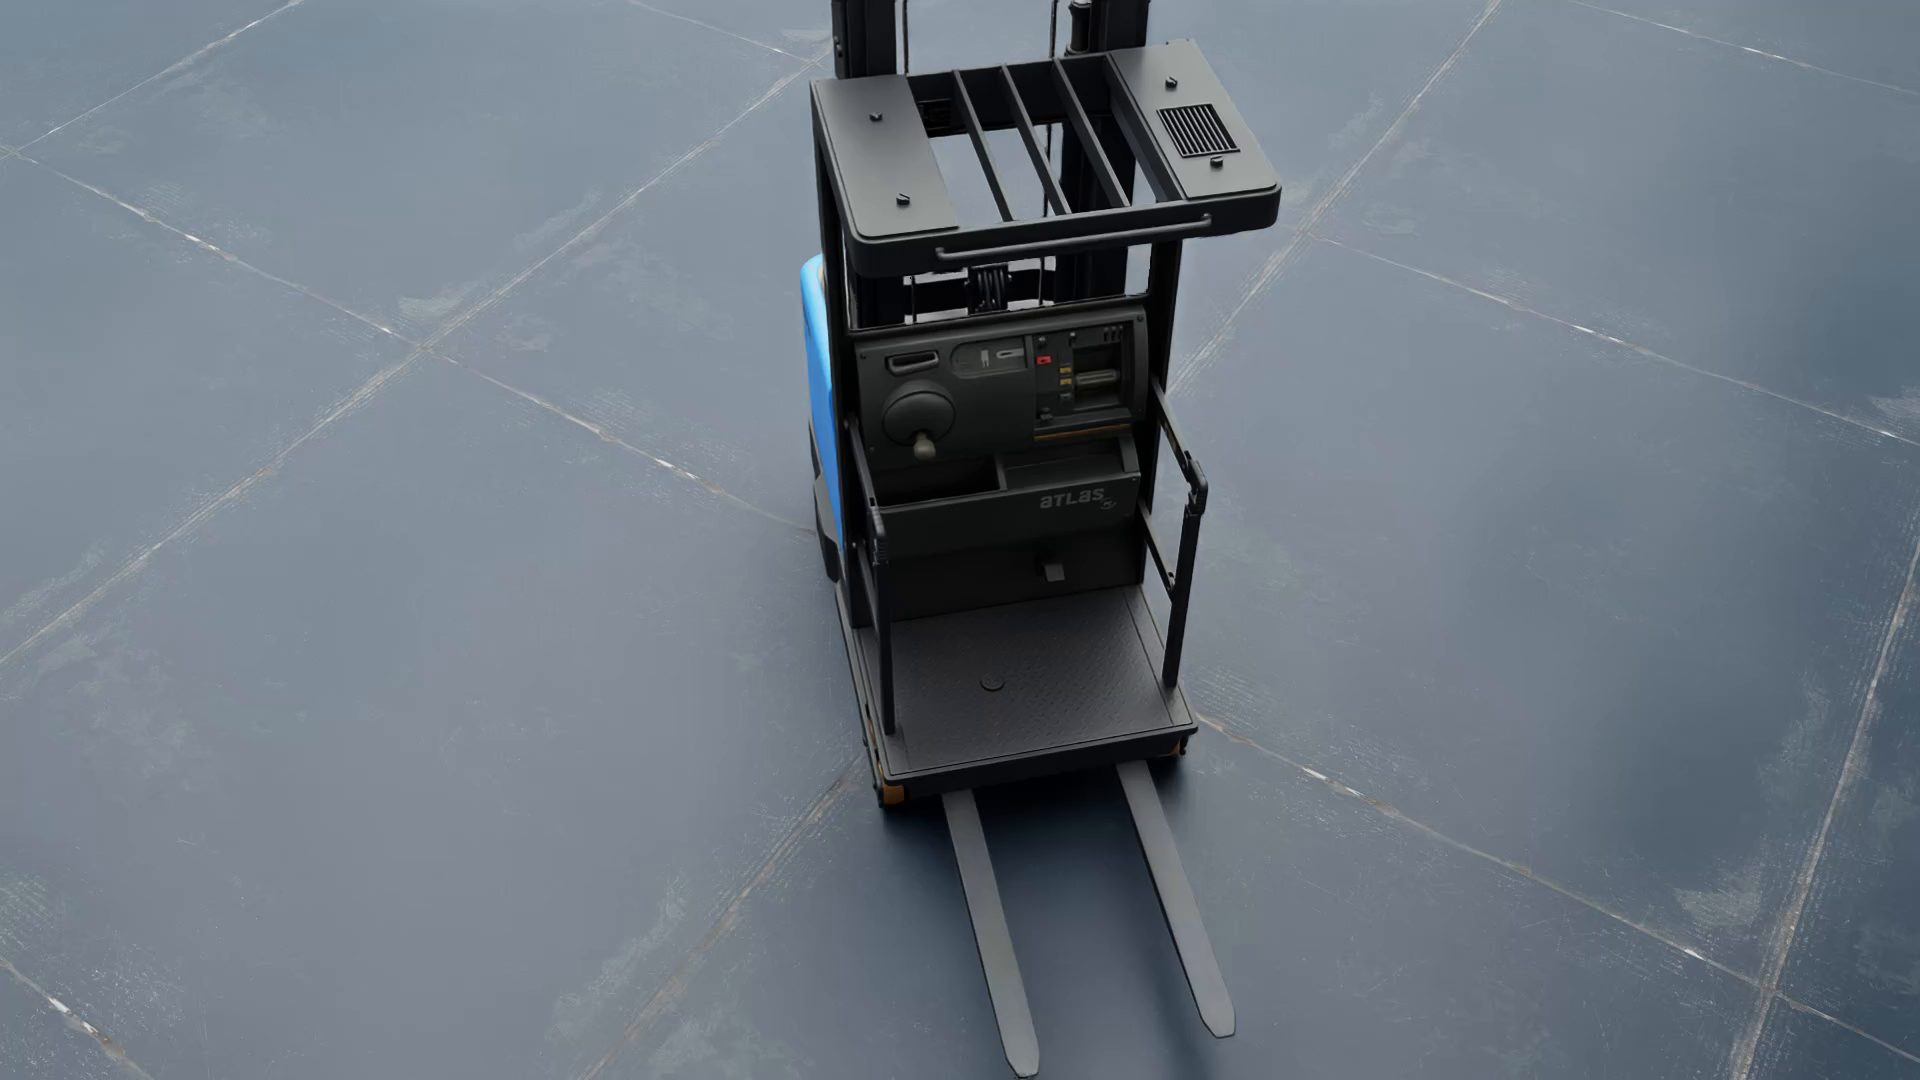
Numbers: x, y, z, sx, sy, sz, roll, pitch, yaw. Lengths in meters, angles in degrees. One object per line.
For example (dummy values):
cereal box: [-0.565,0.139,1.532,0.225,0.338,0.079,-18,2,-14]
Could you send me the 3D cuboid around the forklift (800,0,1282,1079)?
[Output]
forklift: [0.186,-0.392,5.087,1.130,2.935,3.031,-9,46,-8]
